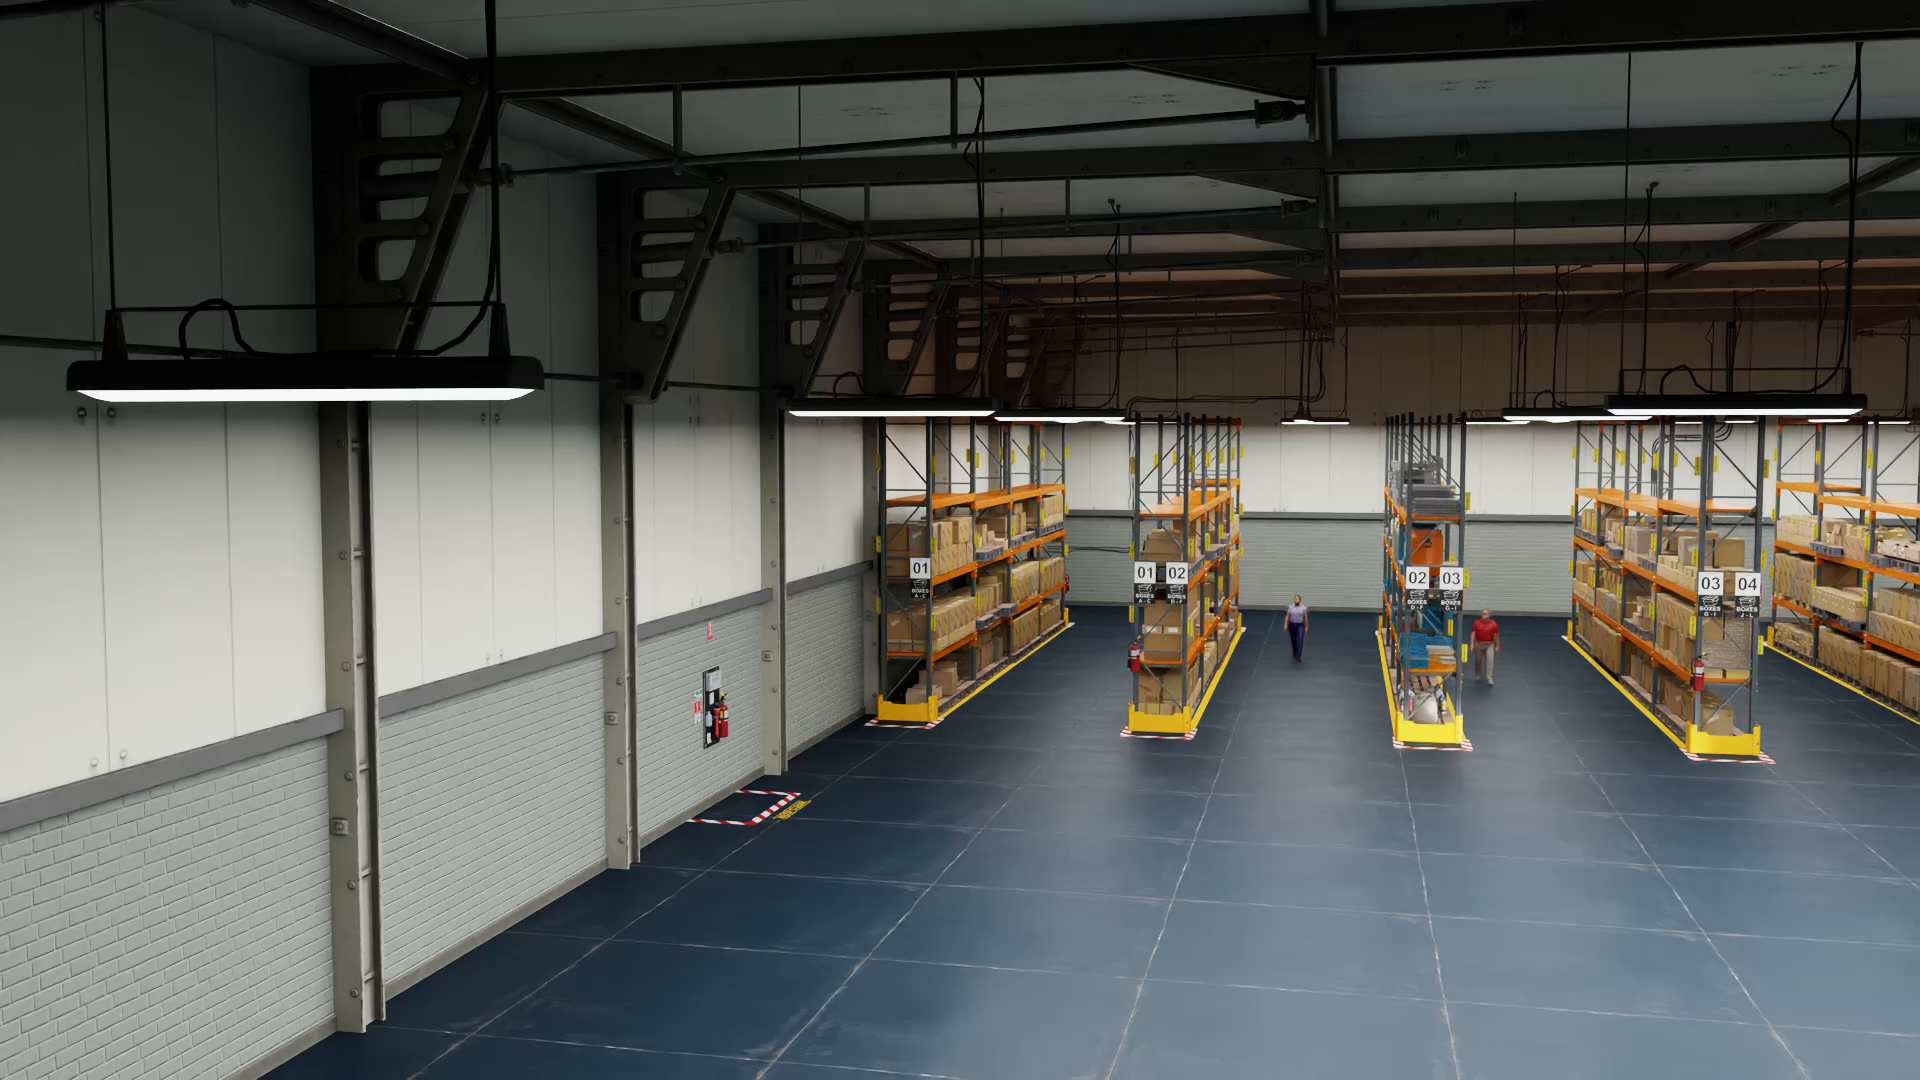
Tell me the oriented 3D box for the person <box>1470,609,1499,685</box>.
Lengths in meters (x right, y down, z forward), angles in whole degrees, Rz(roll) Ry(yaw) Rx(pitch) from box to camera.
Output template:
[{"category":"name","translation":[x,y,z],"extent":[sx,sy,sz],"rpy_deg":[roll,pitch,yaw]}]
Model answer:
[{"category":"person","translation":[11.704,2.368,37.102],"extent":[0.648,1.664,1.099],"rpy_deg":[1,4,9]}]

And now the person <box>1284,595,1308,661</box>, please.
[{"category":"person","translation":[8.257,2.187,40.878],"extent":[0.551,1.499,1.001],"rpy_deg":[1,4,19]}]
